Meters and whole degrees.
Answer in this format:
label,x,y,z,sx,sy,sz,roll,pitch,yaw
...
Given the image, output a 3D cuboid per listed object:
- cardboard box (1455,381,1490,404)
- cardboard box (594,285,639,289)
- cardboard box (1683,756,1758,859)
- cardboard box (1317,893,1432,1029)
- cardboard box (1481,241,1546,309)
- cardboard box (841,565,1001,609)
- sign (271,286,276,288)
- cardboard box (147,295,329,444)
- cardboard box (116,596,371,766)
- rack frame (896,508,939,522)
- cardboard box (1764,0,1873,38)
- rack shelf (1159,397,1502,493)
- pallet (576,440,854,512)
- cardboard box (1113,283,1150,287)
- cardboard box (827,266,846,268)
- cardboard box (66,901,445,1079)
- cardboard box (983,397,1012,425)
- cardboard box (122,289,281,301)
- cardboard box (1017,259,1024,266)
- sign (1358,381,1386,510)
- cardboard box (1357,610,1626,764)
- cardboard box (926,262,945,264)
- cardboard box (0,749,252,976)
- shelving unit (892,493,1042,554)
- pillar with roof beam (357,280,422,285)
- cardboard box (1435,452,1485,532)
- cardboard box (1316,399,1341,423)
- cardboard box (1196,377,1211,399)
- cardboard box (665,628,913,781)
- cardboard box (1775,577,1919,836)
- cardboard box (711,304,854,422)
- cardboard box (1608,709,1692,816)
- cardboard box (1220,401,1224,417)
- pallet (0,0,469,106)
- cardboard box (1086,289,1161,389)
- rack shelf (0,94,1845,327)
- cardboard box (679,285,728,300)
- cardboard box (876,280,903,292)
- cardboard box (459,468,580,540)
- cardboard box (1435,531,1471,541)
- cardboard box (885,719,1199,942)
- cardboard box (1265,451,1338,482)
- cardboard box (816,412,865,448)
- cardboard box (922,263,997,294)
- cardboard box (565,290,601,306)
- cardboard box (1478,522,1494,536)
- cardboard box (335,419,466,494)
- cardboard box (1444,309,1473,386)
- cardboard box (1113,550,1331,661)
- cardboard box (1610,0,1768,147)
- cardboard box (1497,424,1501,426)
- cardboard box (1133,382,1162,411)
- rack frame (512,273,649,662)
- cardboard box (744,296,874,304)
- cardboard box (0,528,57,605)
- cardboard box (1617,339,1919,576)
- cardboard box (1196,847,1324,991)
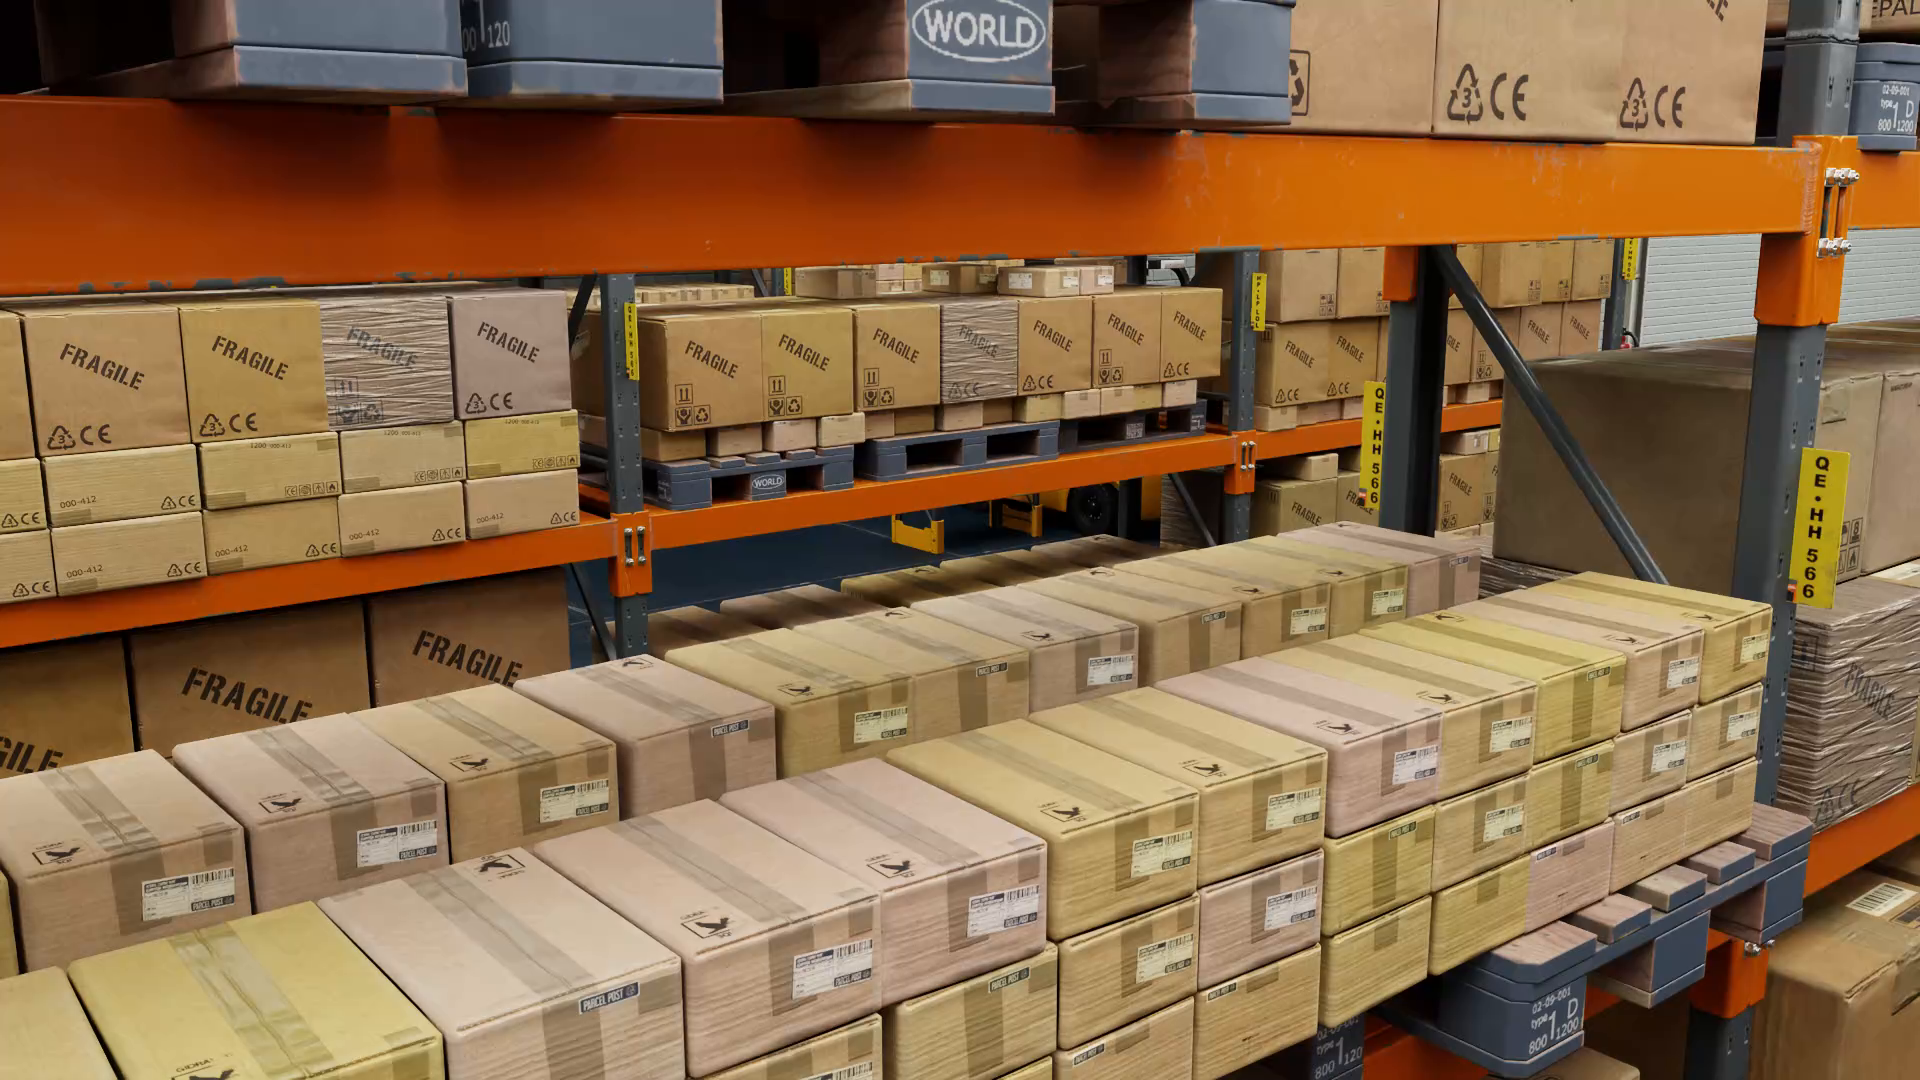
label,x,y,z,sx,sy,sz,roll,pitch,yaw
cardboard box,3.378,-1.027,11.351,0.250,0.149,0.380,-10,15,-38
cardboard box,-2.769,-1.957,13.320,0.250,0.149,0.380,-10,15,-38
cardboard box,1.318,0.473,3.274,0.250,0.149,0.380,-9,15,-37
cardboard box,0.516,0.605,2.650,0.250,0.149,0.380,-10,16,-40
cardboard box,3.495,-1.845,11.234,0.500,0.500,0.700,-10,15,-38
cardboard box,-0.141,0.441,9.146,0.625,0.372,0.950,-9,15,-36
sign,-4.513,-1.618,10.931,0.005,0.325,0.100,-9,15,-38
cardboard box,-2.783,-0.670,6.415,0.500,0.500,0.500,-9,15,-38
cardboard box,-3.046,0.652,6.939,0.875,0.875,0.875,-9,15,-37
rack frame,-0.330,-0.679,12.714,0.032,1.500,0.500,-9,15,-38
cardboard box,1.776,-1.199,3.686,0.250,0.149,0.380,-10,16,-40
rack shelf,2.930,-0.799,11.404,4.000,0.370,1.077,-9,15,-38
pallet,-1.266,-0.389,8.200,1.003,0.211,1.213,-9,15,-38
cardboard box,0.823,-1.277,9.955,0.500,0.500,0.500,-9,15,-36
cardboard box,-1.165,-2.253,13.998,0.250,0.149,0.380,-9,15,-37
cardboard box,-0.697,0.516,1.639,0.250,0.149,0.380,-9,15,-37
cardboard box,0.063,-0.715,8.869,0.250,0.149,0.380,-10,16,-40
cardboard box,-3.088,-0.756,6.819,0.500,0.500,0.500,-9,15,-36
cardboard box,0.504,-2.499,15.158,0.250,0.149,0.380,-9,15,-36
sign,1.066,-0.239,4.245,0.005,0.325,0.100,-9,15,-38
cardboard box,0.917,0.248,2.903,0.250,0.149,0.380,-9,15,-36
cardboard box,-0.345,-2.381,14.604,0.250,0.149,0.380,-10,15,-38
cardboard box,-1.104,0.410,2.136,0.250,0.149,0.380,-10,16,-39
shelving unit,0.060,-0.744,13.020,1.083,1.500,0.587,-9,15,-38
pillar with roof beam,-1.715,-3.729,9.026,0.400,9.000,9.100,-9,15,-38
cardboard box,3.225,-0.359,11.402,0.500,0.500,0.500,-10,15,-39
cardboard box,2.168,-0.838,10.460,0.250,0.149,0.380,-10,15,-38
cardboard box,1.560,-1.184,10.527,0.500,0.500,0.500,-10,16,-39
cardboard box,-0.289,0.275,2.776,0.250,0.149,0.380,-10,15,-38
cardboard box,1.935,0.354,4.001,0.500,0.500,0.500,-9,15,-37
cardboard box,-0.857,-0.862,8.000,0.500,0.500,0.500,-8,15,-35
cardboard box,1.107,0.362,3.081,0.250,0.149,0.380,-9,15,-36
cardboard box,1.619,-0.894,10.720,0.250,0.149,0.380,-9,15,-36
pallet,-1.159,-0.502,1.503,1.003,0.211,1.213,-9,15,-38
cardboard box,0.764,-1.130,9.261,0.500,0.500,0.500,-9,15,-37
rack shelf,-0.146,-0.439,2.485,4.000,0.370,1.077,-9,15,-38
cardboard box,-2.054,-1.946,13.269,0.250,0.149,0.380,-10,15,-38
cardboard box,-0.696,-2.153,14.246,0.250,0.149,0.380,-9,15,-36
cardboard box,-1.988,-0.192,7.171,0.500,0.250,0.500,-10,16,-40
cardboard box,2.503,0.245,8.947,0.500,0.500,0.500,-9,15,-38
cardboard box,0.105,0.382,2.268,0.250,0.149,0.380,-9,15,-36
cardboard box,2.132,-0.476,10.389,0.250,0.149,0.380,-9,15,-37
cardboard box,-0.674,-0.559,8.133,0.250,0.149,0.380,-9,15,-37
cardboard box,-0.004,-1.448,9.195,0.250,0.149,0.380,-8,15,-35
cardboard box,-2.843,-1.812,12.637,0.250,0.149,0.380,-9,15,-37
cardboard box,3.619,-0.057,11.783,0.500,0.250,0.500,-9,15,-37
cardboard box,-2.373,-0.373,6.820,0.500,0.250,0.500,-10,16,-39
cardboard box,3.045,-1.299,11.067,0.500,0.500,0.500,-9,15,-37
cardboard box,0.531,0.138,3.417,0.250,0.149,0.380,-10,15,-38
cardboard box,1.128,-0.984,3.079,0.500,0.500,0.500,-9,15,-38
cardboard box,3.784,-0.751,11.684,0.250,0.149,0.380,-9,15,-36
cardboard box,0.922,-0.831,9.417,0.250,0.149,0.380,-10,16,-39
rack frame,-1.756,-0.373,7.663,0.127,3.000,1.000,-9,15,-38
cardboard box,-0.784,-1.011,8.702,0.500,0.500,0.500,-11,16,-41
cardboard box,-3.557,0.074,5.920,0.500,0.250,0.500,-10,15,-38
cardboard box,2.167,-0.244,4.406,0.500,0.500,0.700,-10,15,-38
cardboard box,0.308,0.495,2.456,0.250,0.149,0.380,-9,15,-36
